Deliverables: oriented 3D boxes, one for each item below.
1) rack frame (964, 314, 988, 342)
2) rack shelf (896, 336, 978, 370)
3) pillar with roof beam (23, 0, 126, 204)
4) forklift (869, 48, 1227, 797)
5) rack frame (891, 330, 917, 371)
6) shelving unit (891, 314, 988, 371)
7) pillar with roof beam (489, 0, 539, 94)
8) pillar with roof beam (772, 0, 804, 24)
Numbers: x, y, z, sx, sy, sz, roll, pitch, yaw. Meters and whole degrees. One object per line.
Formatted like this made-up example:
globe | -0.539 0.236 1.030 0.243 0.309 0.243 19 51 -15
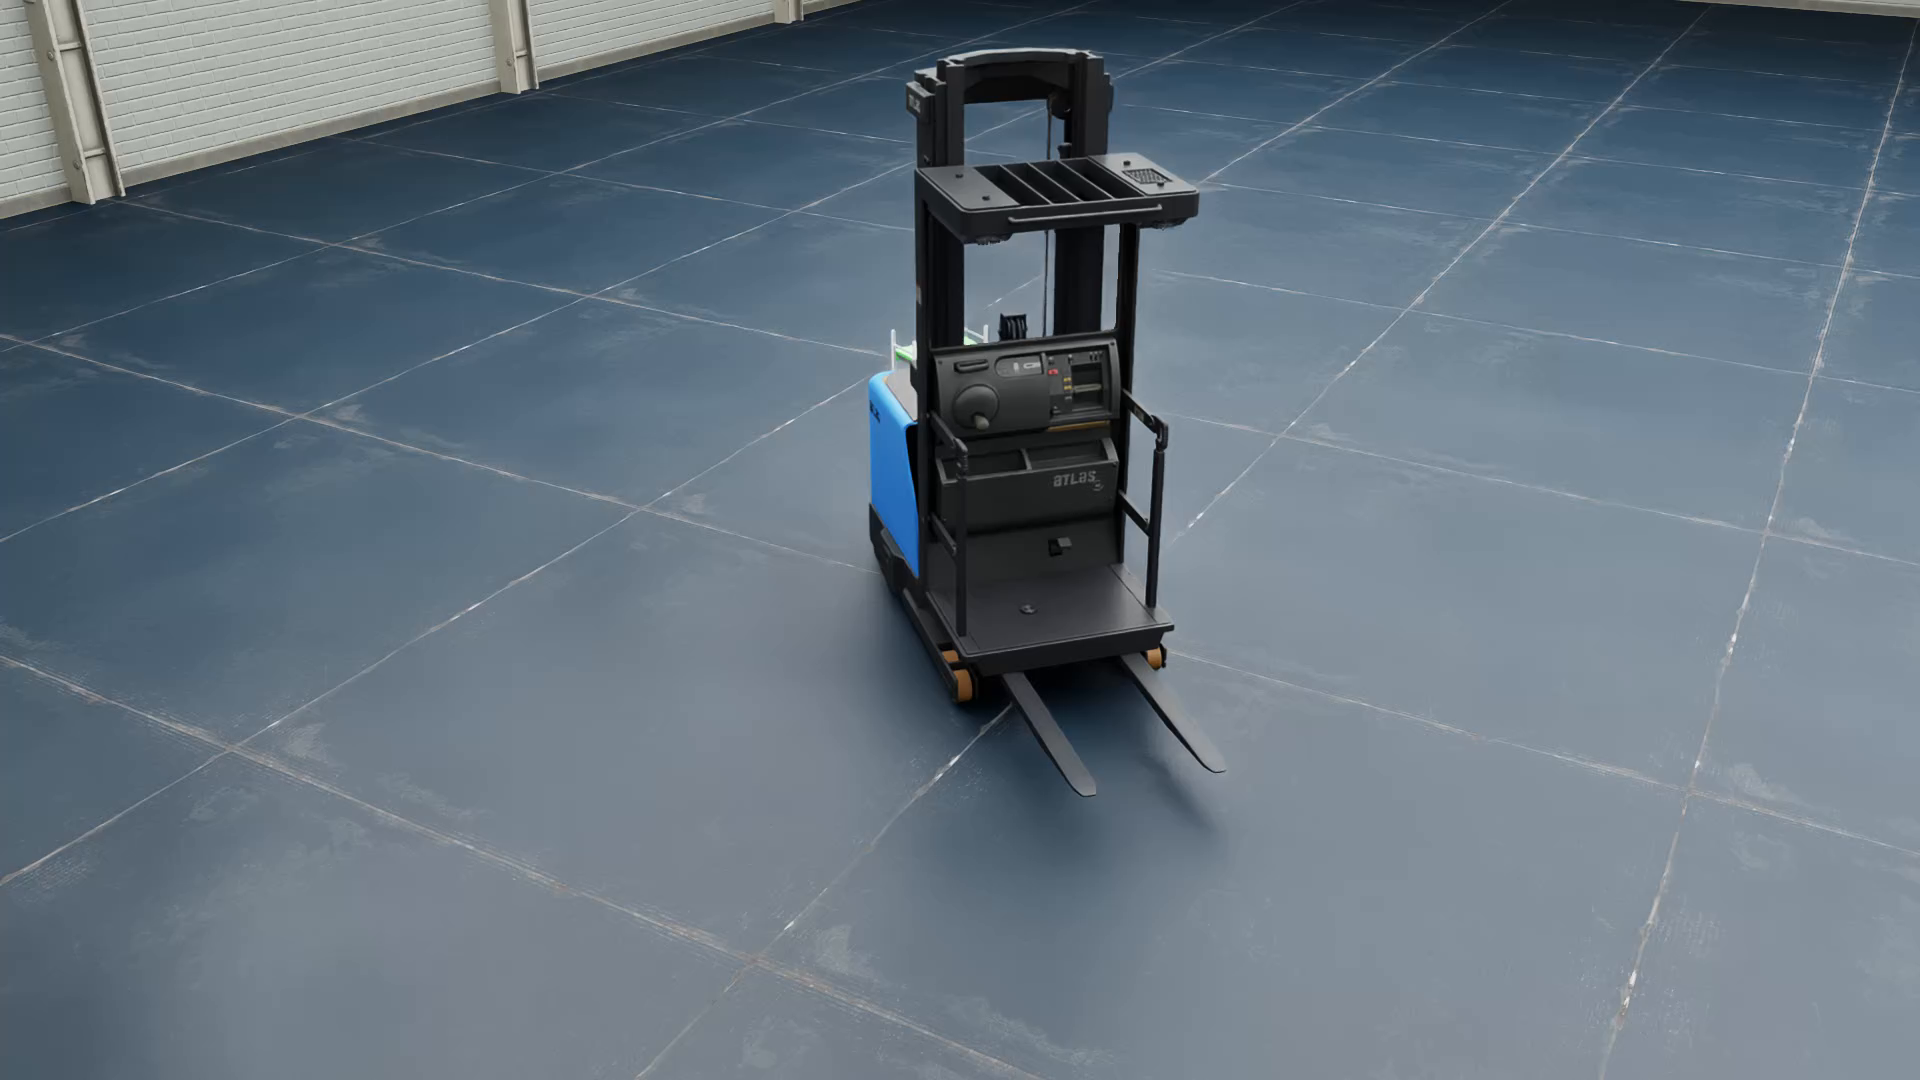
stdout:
rack frame | 0.085 -0.737 9.883 0.015 1.200 0.240 -17 31 -30
rack shelf | -0.116 -1.048 9.573 0.480 0.148 0.258 -17 31 -30
pillar with roof beam | -4.828 -6.484 12.650 9.100 9.000 0.400 14 30 26
forklift | 0.399 -0.711 7.897 1.130 2.935 3.031 -8 28 -15
rack frame | -0.317 -0.614 9.635 0.015 1.200 0.240 -17 31 -30
shelving unit | -0.116 -0.675 9.759 0.503 1.200 0.258 -17 31 -30
pillar with roof beam | -1.876 -8.822 17.321 9.100 9.000 0.400 14 30 26
pillar with roof beam | 1.075 -11.160 21.992 9.100 9.000 0.400 14 30 26
